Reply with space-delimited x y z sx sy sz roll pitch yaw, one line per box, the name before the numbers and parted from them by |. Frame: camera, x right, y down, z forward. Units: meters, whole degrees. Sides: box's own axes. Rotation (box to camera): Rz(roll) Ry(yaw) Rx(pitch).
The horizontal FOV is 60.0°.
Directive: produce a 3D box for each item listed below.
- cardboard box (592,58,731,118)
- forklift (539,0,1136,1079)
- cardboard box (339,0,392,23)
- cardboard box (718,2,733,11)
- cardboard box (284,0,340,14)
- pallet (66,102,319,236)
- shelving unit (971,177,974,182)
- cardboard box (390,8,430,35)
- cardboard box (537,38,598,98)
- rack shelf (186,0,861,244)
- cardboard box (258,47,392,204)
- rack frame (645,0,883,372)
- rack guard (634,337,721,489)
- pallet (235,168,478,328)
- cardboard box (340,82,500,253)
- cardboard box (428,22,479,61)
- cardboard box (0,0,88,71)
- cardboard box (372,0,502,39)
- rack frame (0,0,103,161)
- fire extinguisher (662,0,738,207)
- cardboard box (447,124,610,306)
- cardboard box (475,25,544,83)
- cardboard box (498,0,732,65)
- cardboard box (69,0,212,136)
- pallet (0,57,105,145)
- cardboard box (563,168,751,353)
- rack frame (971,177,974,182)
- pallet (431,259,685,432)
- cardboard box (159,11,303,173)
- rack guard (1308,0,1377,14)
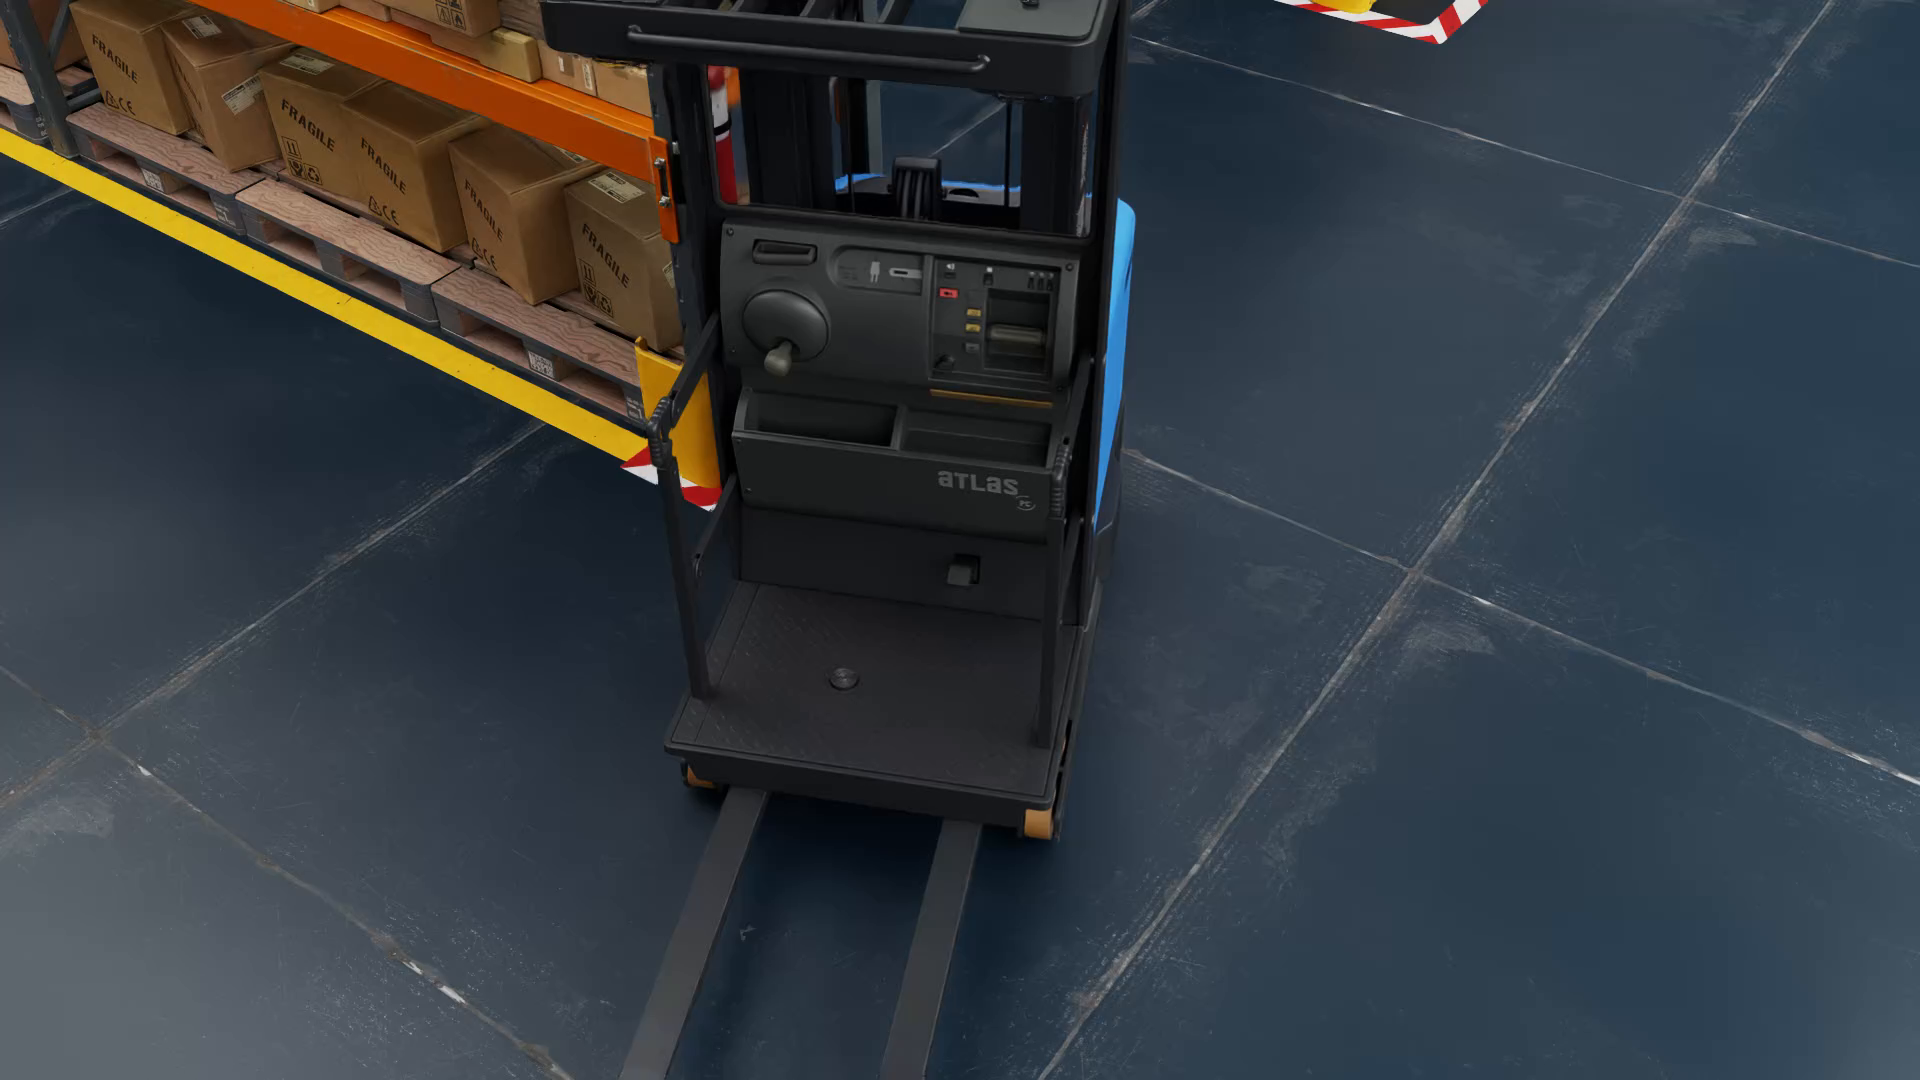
cardboard box | -0.967 -1.543 5.413 0.250 0.149 0.380 25 48 25
forklift | -0.201 -0.503 4.114 1.130 2.935 3.031 7 42 8
cardboard box | -2.000 -2.013 5.938 0.250 0.149 0.380 25 48 25
cardboard box | -0.712 -1.786 5.685 0.250 0.149 0.380 25 48 25
cardboard box | -2.255 -2.060 5.991 0.250 0.149 0.380 25 48 25
pallet | -3.320 -1.895 7.709 1.213 0.211 1.003 25 48 25
shelving unit | 0.114 -0.840 6.013 0.210 0.900 0.258 11 43 12
cardboard box | -1.782 -1.929 5.845 0.250 0.149 0.380 25 48 25
cardboard box | -1.171 -1.639 5.521 0.250 0.149 0.380 25 48 25
rack shelf | -2.253 -2.138 6.429 4.000 0.370 1.077 25 48 25
cardboard box | -2.559 -1.812 7.085 0.500 0.500 0.500 21 46 22
rack frame | -0.615 -1.640 5.333 0.127 3.000 1.000 25 48 25
rack guard | -0.677 -0.738 6.199 0.348 0.500 1.175 25 48 25
pallet | -2.317 -1.428 7.187 1.213 0.211 1.003 25 48 25
cardboard box | -2.128 -1.574 6.819 0.500 0.500 0.500 30 50 29
cardboard box | -1.601 -1.811 5.713 0.250 0.149 0.380 25 48 25
cardboard box | -4.380 -2.651 8.008 0.500 0.500 0.700 22 46 22
cardboard box | -1.528 -2.140 5.594 0.500 0.500 0.875 25 48 25
rack frame | -3.890 -3.172 7.045 0.127 3.000 1.000 25 48 25
fire extinguisher | -0.786 -1.316 5.029 0.183 0.674 0.296 25 48 25
cardboard box | -1.626 -1.323 6.539 0.500 0.500 0.500 -29 49 -28
cardboard box | -1.406 -1.707 5.596 0.250 0.149 0.380 25 48 25
cardboard box | -1.050 -2.014 5.453 0.500 0.500 0.875 25 48 25
cardboard box | -3.586 -2.222 7.543 0.500 0.500 0.500 24 47 24
pallet | -4.528 -2.430 8.307 1.213 0.211 1.003 25 48 25
cardboard box | -1.117 -1.113 6.304 0.500 0.500 0.500 -33 51 -31
rack frame | 0.016 -0.858 6.034 0.006 0.900 0.240 11 43 12
pallet | -1.322 -0.960 6.665 1.213 0.211 1.003 25 48 25
cardboard box | -3.112 -2.006 7.303 0.500 0.500 0.500 -26 48 -26
rack guard | 2.335 -3.369 9.140 0.348 0.500 1.175 25 48 25
